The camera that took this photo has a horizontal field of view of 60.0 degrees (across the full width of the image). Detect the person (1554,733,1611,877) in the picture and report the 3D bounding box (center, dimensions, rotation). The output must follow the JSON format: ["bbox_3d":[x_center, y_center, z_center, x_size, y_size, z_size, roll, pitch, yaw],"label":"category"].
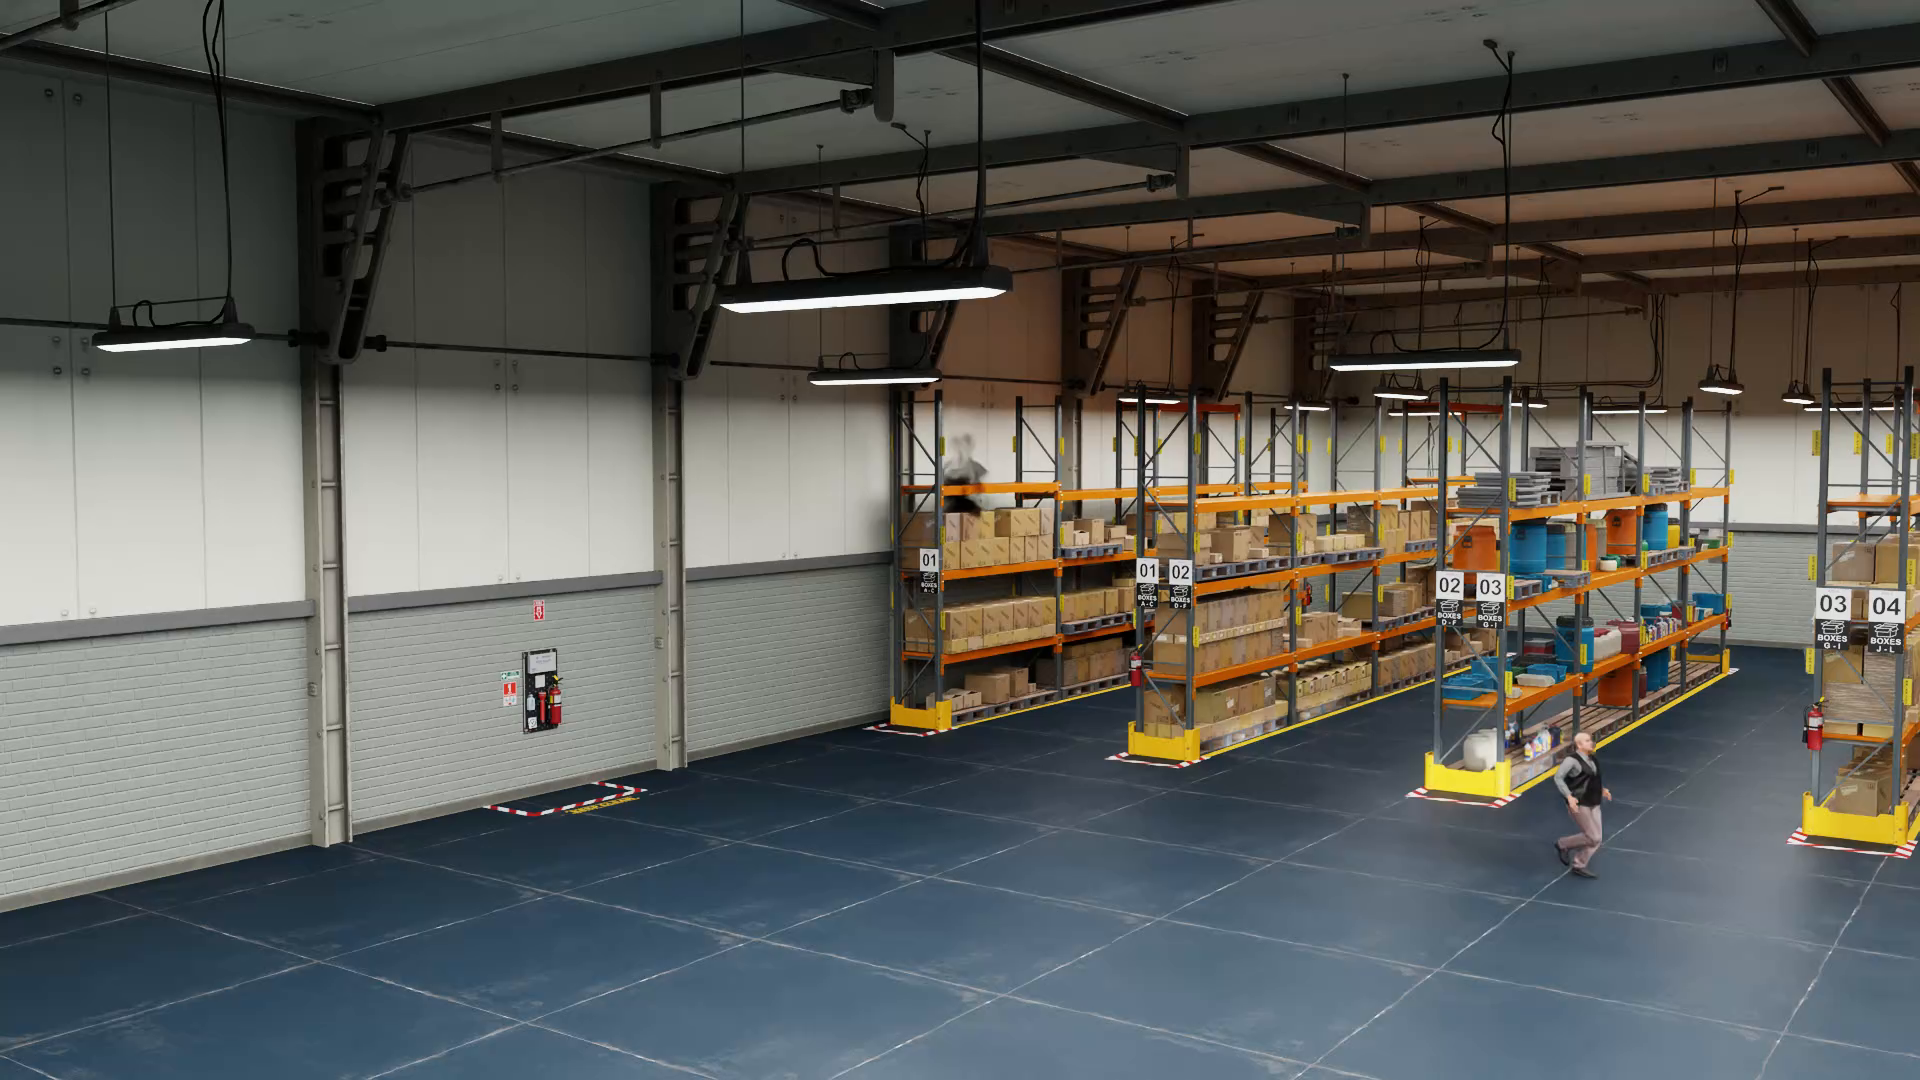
[{"bbox_3d":[7.254,3.081,19.328,0.662,1.676,0.577,-2,4,-34],"label":"person"}]
